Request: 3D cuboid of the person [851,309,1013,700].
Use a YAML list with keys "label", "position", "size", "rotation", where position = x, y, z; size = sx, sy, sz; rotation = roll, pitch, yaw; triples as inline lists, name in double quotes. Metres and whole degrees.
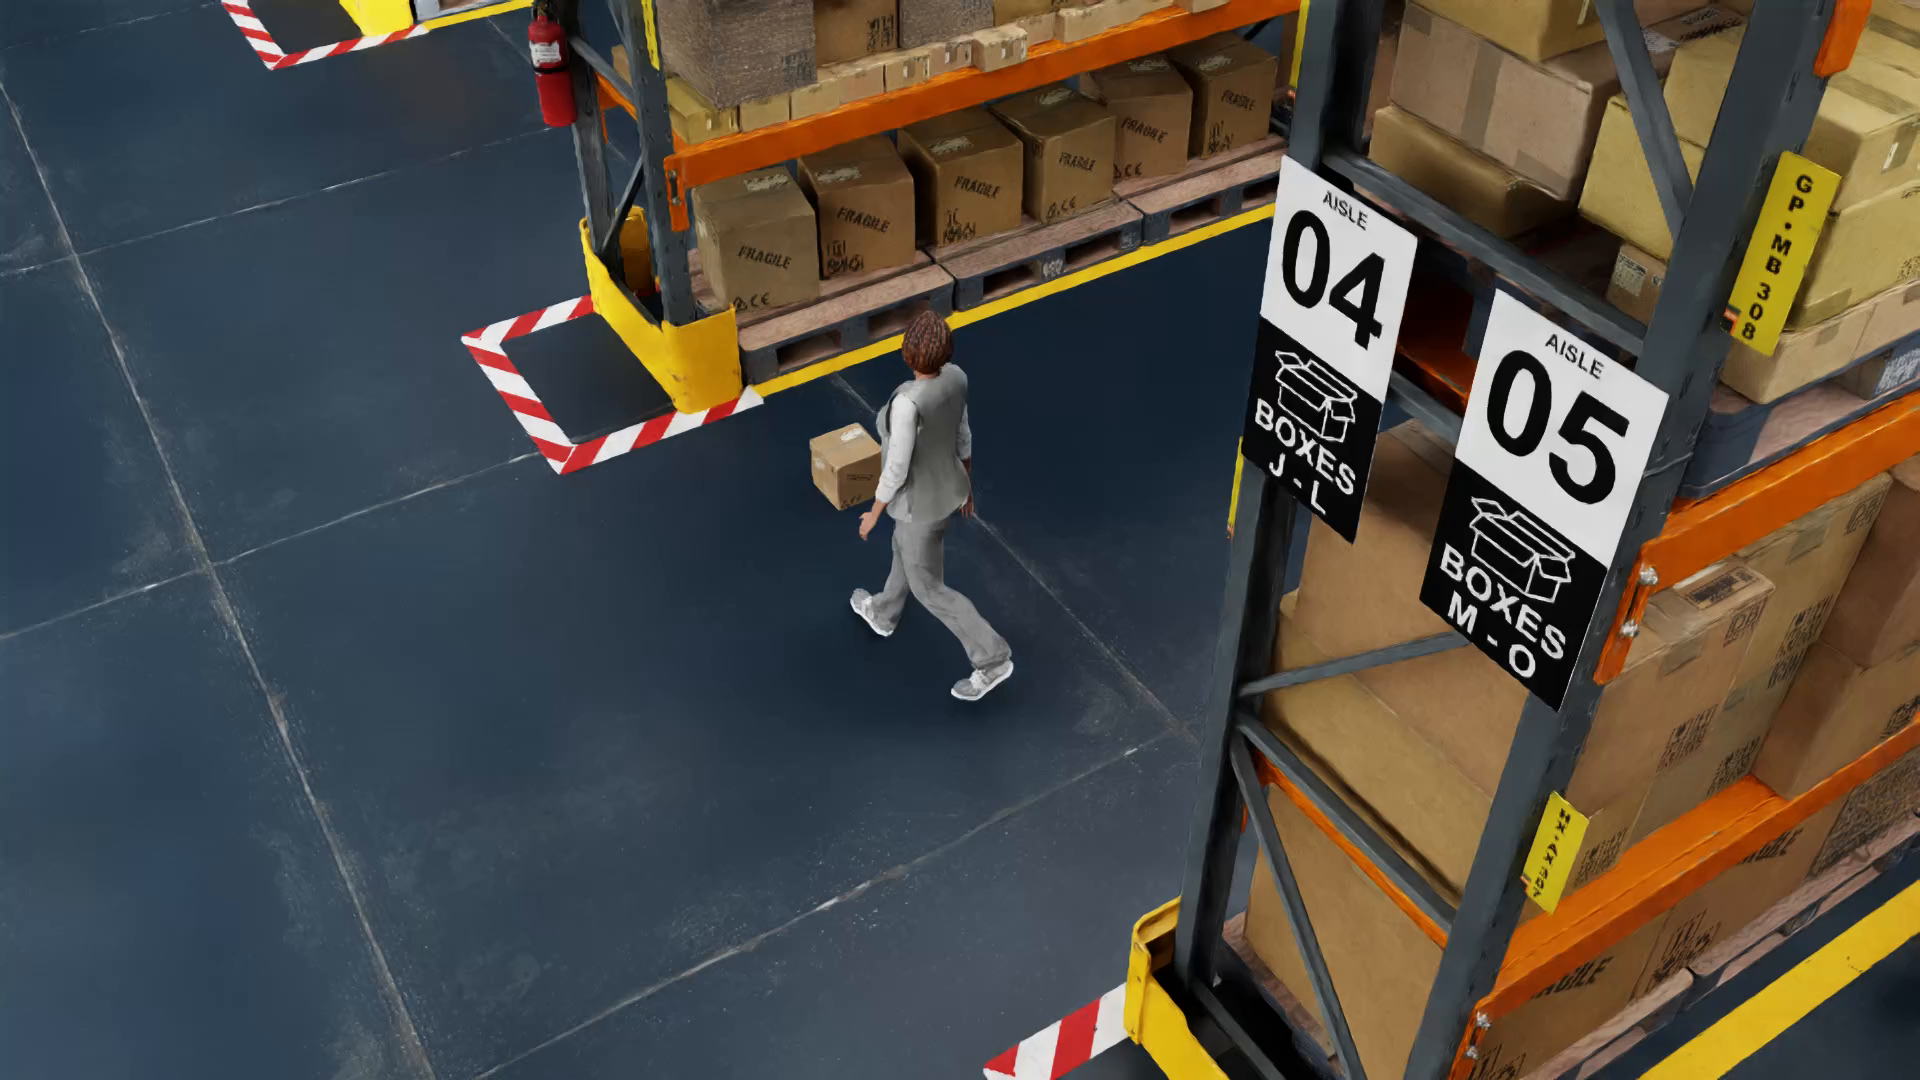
- label: "person"
  position: [-0.134, -0.143, 6.328]
  size: [0.831, 1.549, 0.486]
  rotation: [22, 46, 23]
